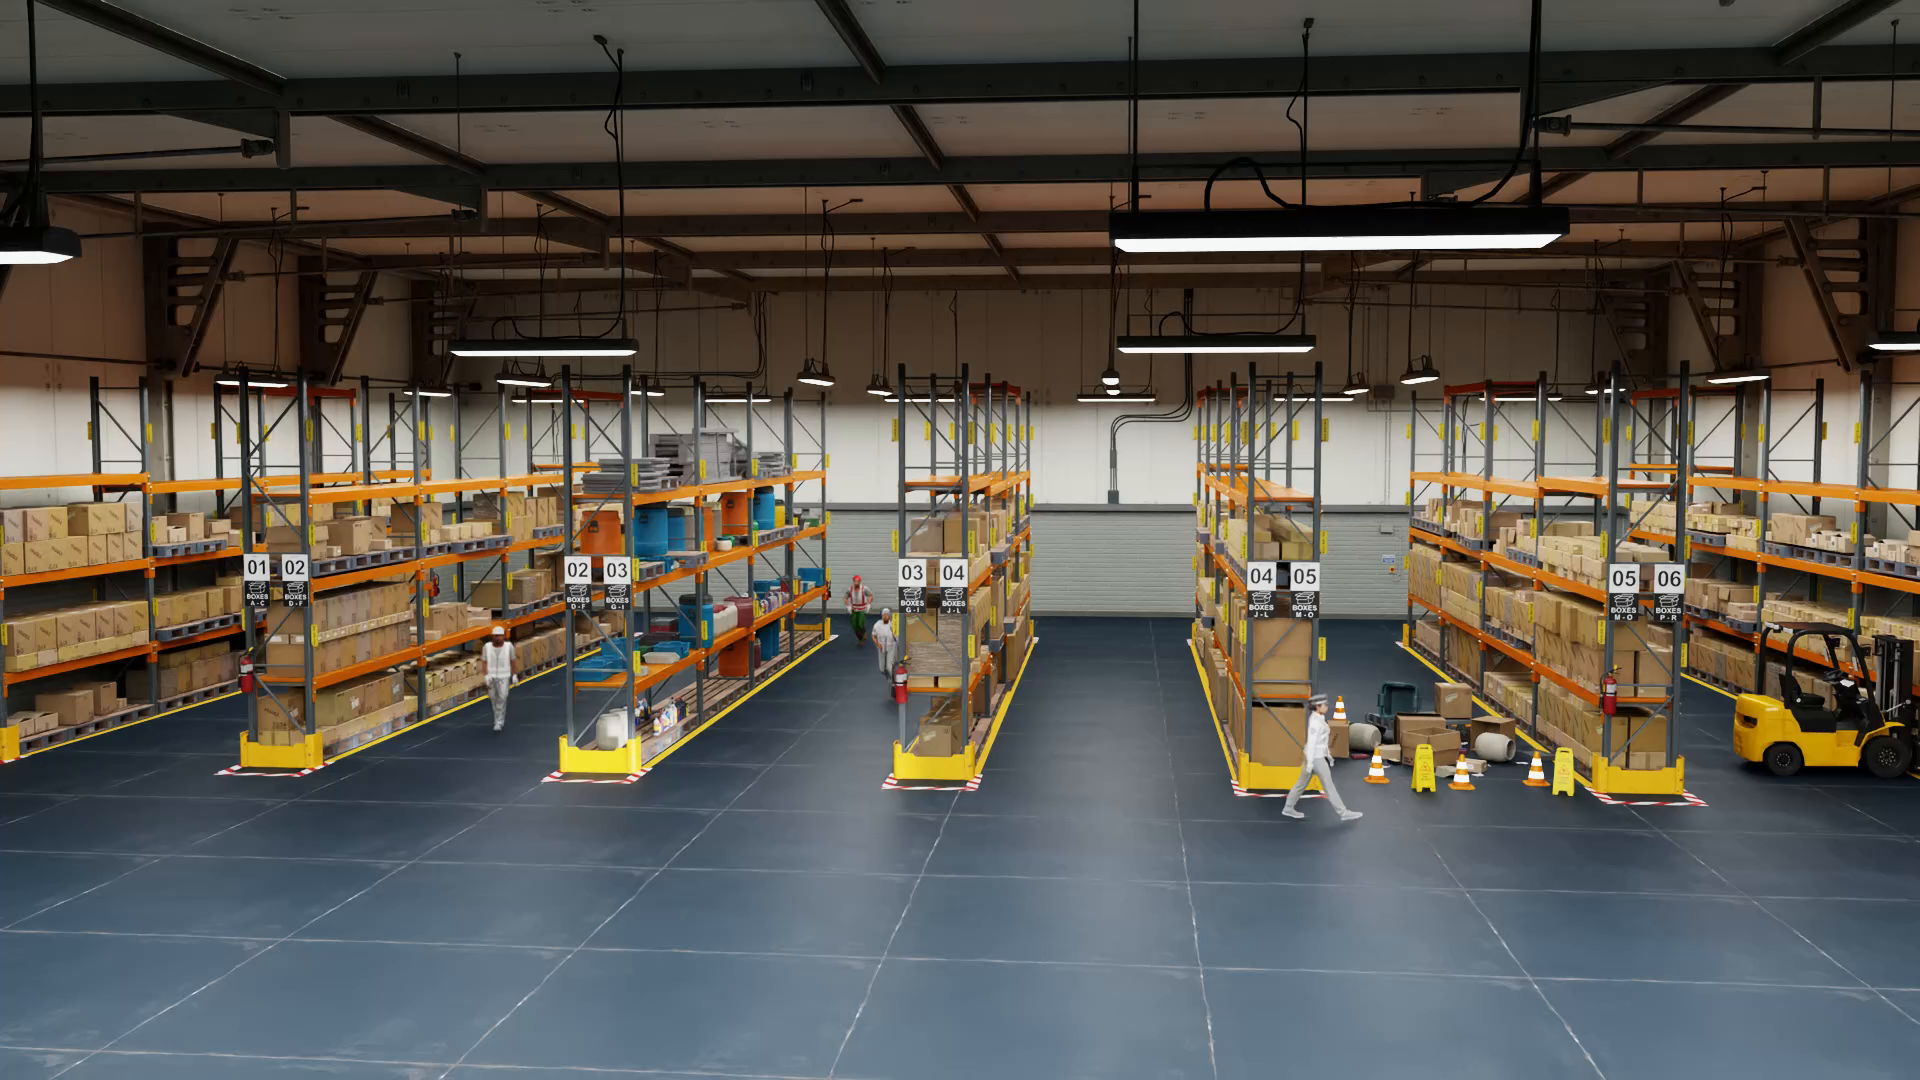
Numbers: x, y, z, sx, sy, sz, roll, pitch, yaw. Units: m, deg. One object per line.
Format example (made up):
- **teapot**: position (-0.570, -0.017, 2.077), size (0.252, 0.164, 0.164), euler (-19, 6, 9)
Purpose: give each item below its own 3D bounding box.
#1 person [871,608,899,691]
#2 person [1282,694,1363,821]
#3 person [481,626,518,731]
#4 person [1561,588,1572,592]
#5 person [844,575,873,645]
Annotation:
- **person**: position (-1.329, 2.063, 31.264), size (0.611, 1.601, 0.754), euler (1, 4, 15)
- **person**: position (4.666, 2.789, 21.419), size (0.991, 1.622, 0.522), euler (0, 4, 6)
- **person**: position (-7.791, 2.319, 28.080), size (0.574, 1.725, 0.991), euler (0, 4, -8)
- **person**: position (15.090, 1.542, 41.082), size (0.958, 1.634, 0.434), euler (0, 4, 0)
- **person**: position (-2.396, 1.652, 39.180), size (0.669, 1.686, 0.634), euler (1, 4, 14)
